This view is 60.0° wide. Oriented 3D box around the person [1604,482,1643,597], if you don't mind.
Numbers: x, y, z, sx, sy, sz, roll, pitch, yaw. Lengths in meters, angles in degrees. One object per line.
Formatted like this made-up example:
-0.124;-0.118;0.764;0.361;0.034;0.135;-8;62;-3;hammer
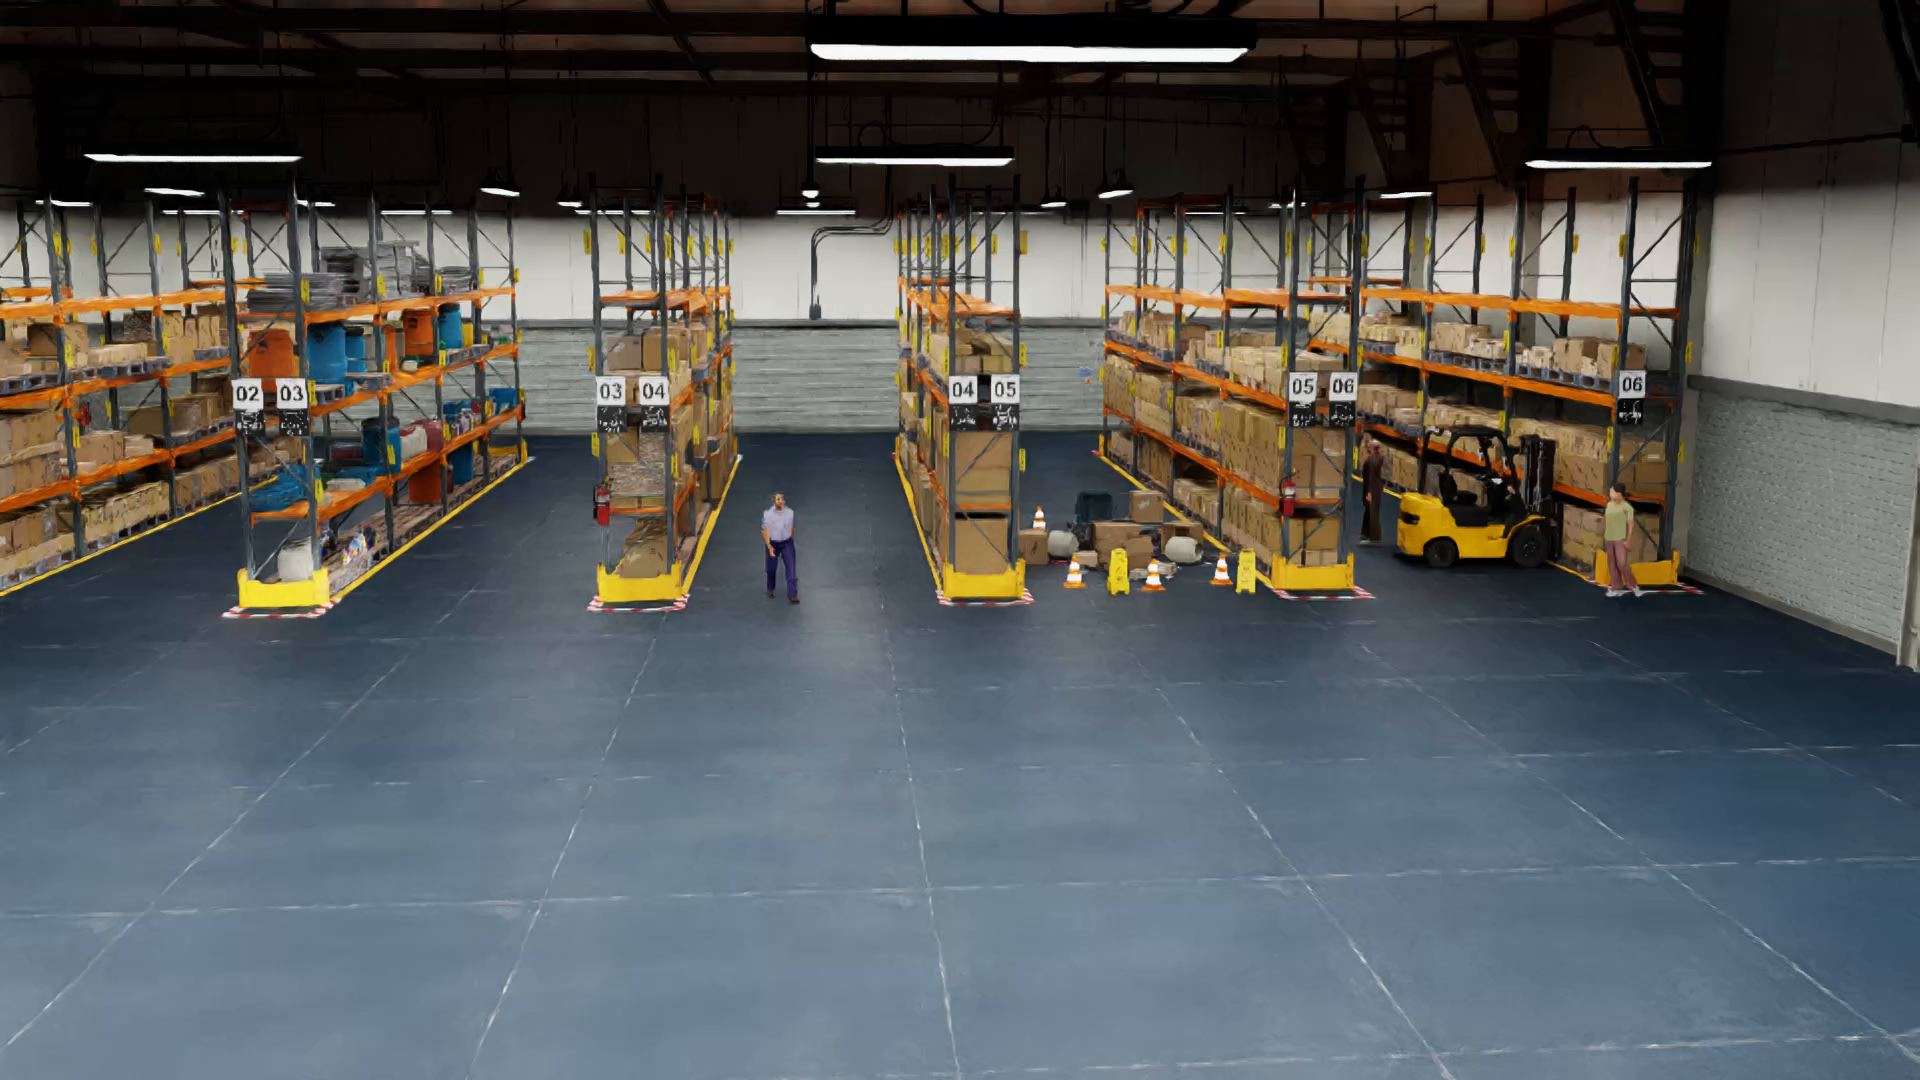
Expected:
9.511;-0.001;23.844;0.443;1.667;0.619;-6;12;-31;person

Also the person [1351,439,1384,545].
6.924;-0.820;28.144;0.551;1.782;0.636;5;11;25;person

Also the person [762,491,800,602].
-2.576;0.075;23.653;0.478;1.580;0.999;-2;10;-13;person
